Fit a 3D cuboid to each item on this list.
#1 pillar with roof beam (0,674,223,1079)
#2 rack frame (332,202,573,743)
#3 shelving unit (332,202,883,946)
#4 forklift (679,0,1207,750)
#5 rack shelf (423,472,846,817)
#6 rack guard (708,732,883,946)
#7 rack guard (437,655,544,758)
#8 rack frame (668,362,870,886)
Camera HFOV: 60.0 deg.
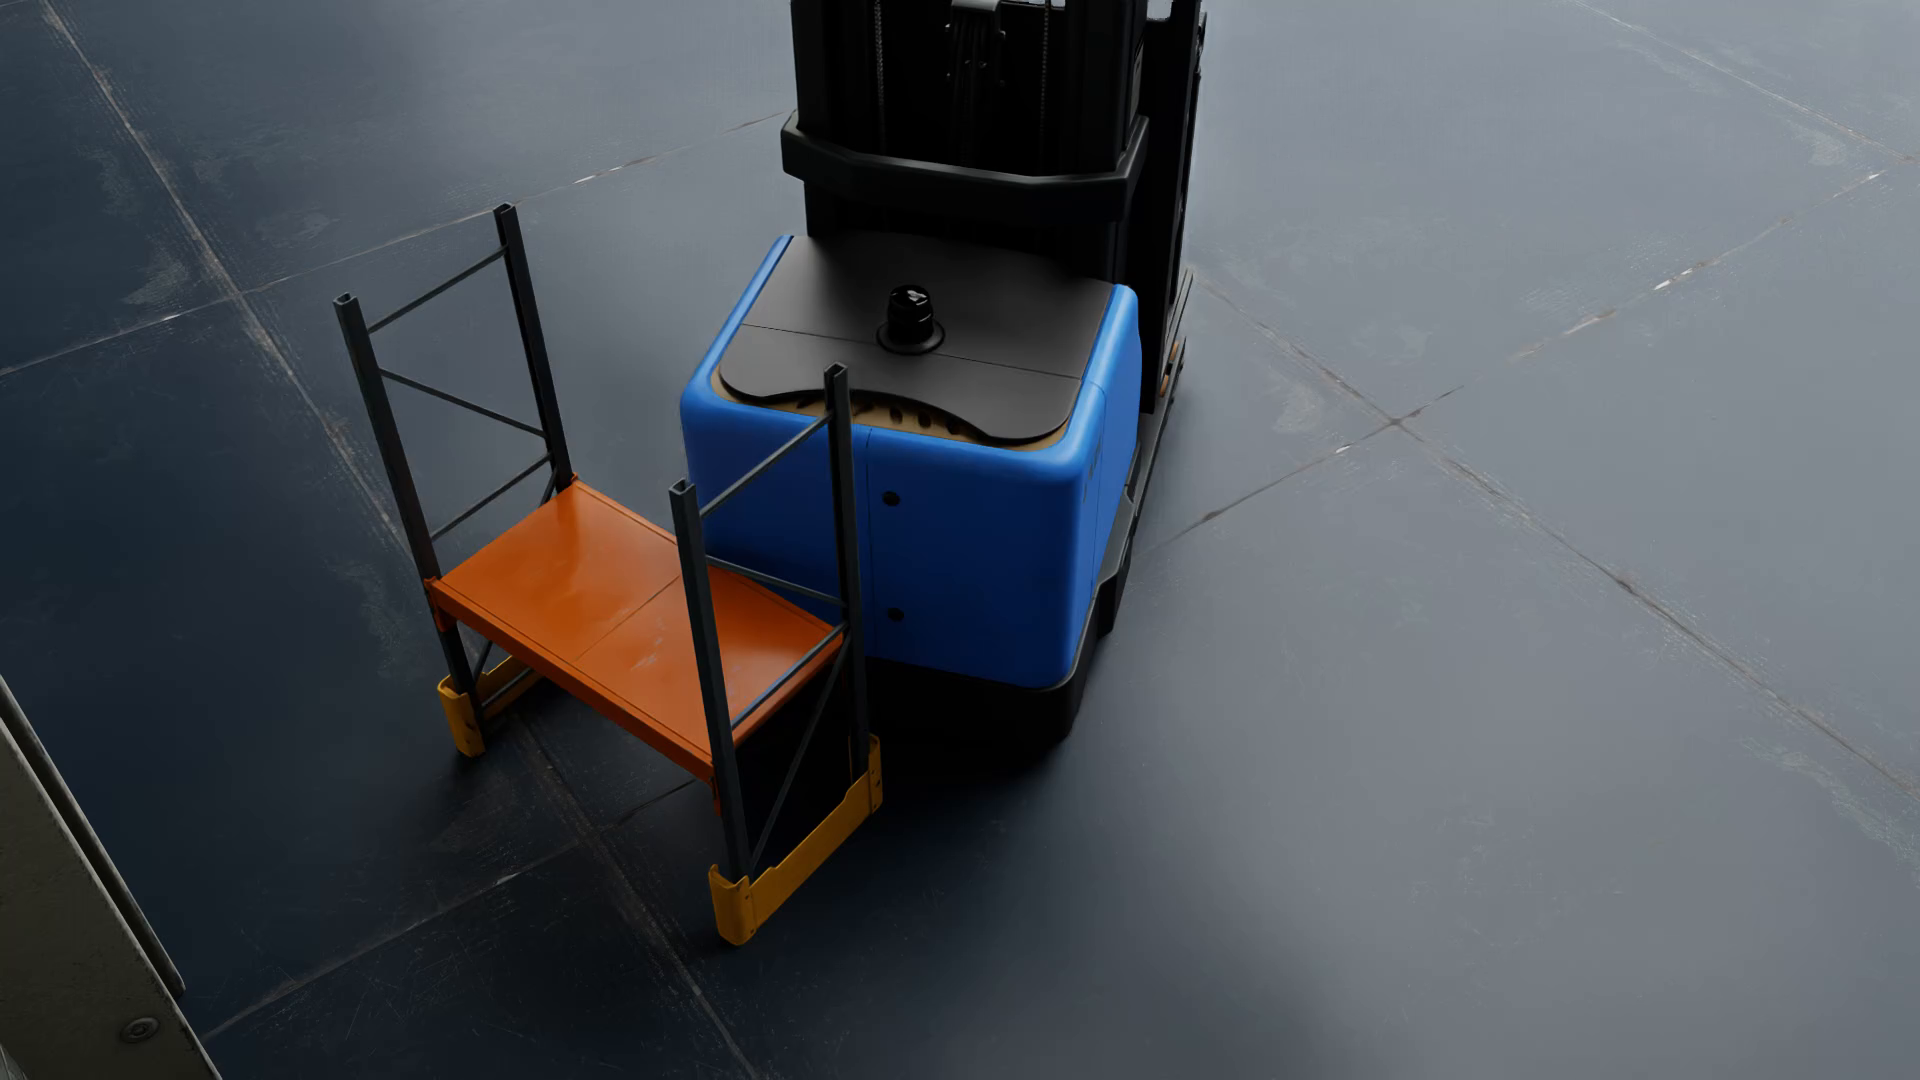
[{"bbox_3d":[1.583,-3.706,2.615,9.100,9.000,0.400,-26,49,-24],"label":"pillar with roof beam"},{"bbox_3d":[-1.206,-0.110,4.279,0.032,1.500,0.500,28,50,26],"label":"rack frame"},{"bbox_3d":[-0.808,0.098,4.061,1.083,1.500,0.587,28,50,26],"label":"shelving unit"},{"bbox_3d":[0.160,-1.521,4.720,1.130,2.935,3.031,10,45,11],"label":"forklift"},{"bbox_3d":[-0.801,0.232,4.182,1.000,0.185,0.538,28,50,26],"label":"rack shelf"},{"bbox_3d":[-0.411,0.758,4.275,0.087,0.250,0.587,28,50,26],"label":"rack guard"},{"bbox_3d":[-1.205,0.342,4.710,0.087,0.250,0.587,28,50,26],"label":"rack guard"},{"bbox_3d":[-0.395,0.314,3.835,0.032,1.500,0.500,28,50,26],"label":"rack frame"}]
